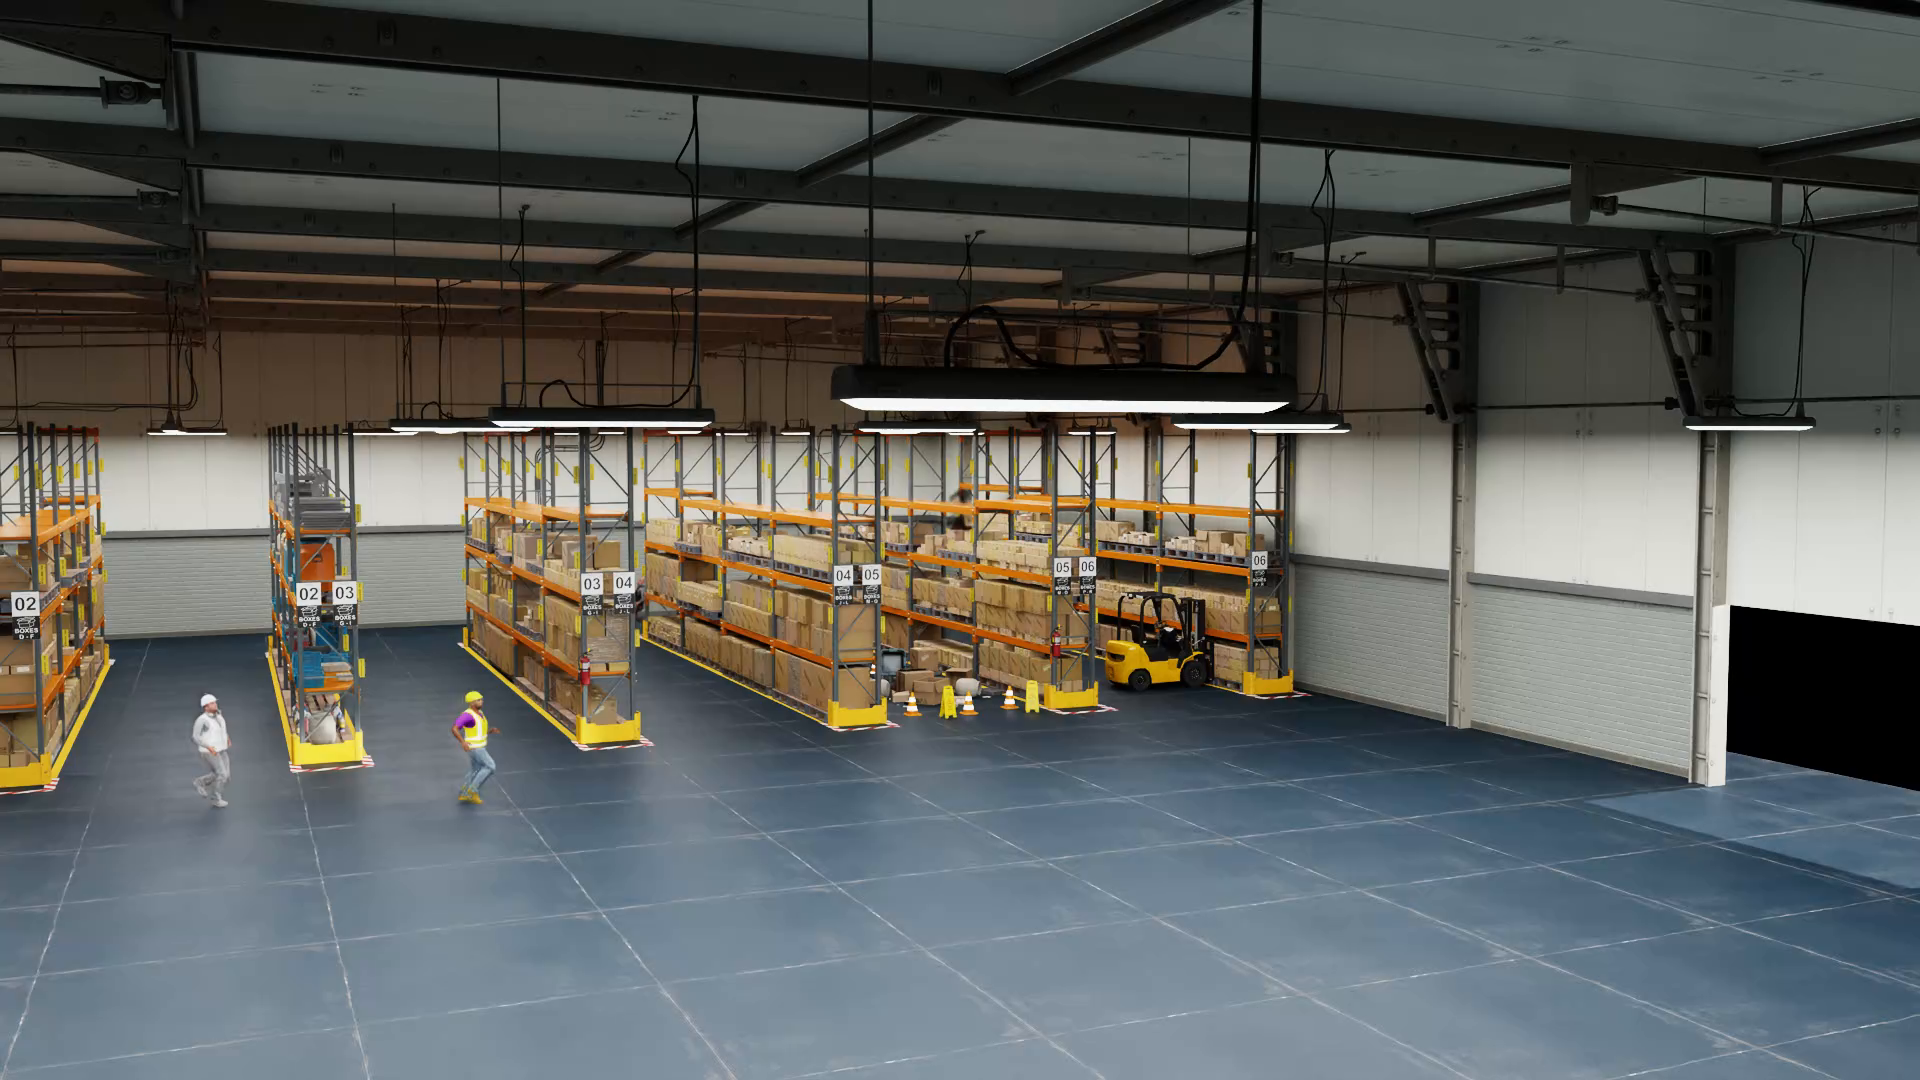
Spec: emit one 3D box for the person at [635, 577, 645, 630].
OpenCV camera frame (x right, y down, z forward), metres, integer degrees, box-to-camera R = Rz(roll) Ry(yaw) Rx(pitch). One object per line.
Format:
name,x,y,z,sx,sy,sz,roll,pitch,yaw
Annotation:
person,-9.520,1.909,48.980,0.650,1.639,0.719,-1,4,-12

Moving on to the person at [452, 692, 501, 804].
person,-7.547,3.250,26.035,0.688,1.760,0.681,0,3,-3

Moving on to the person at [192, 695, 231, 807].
person,-11.702,3.277,25.946,0.601,1.748,0.660,1,4,8
